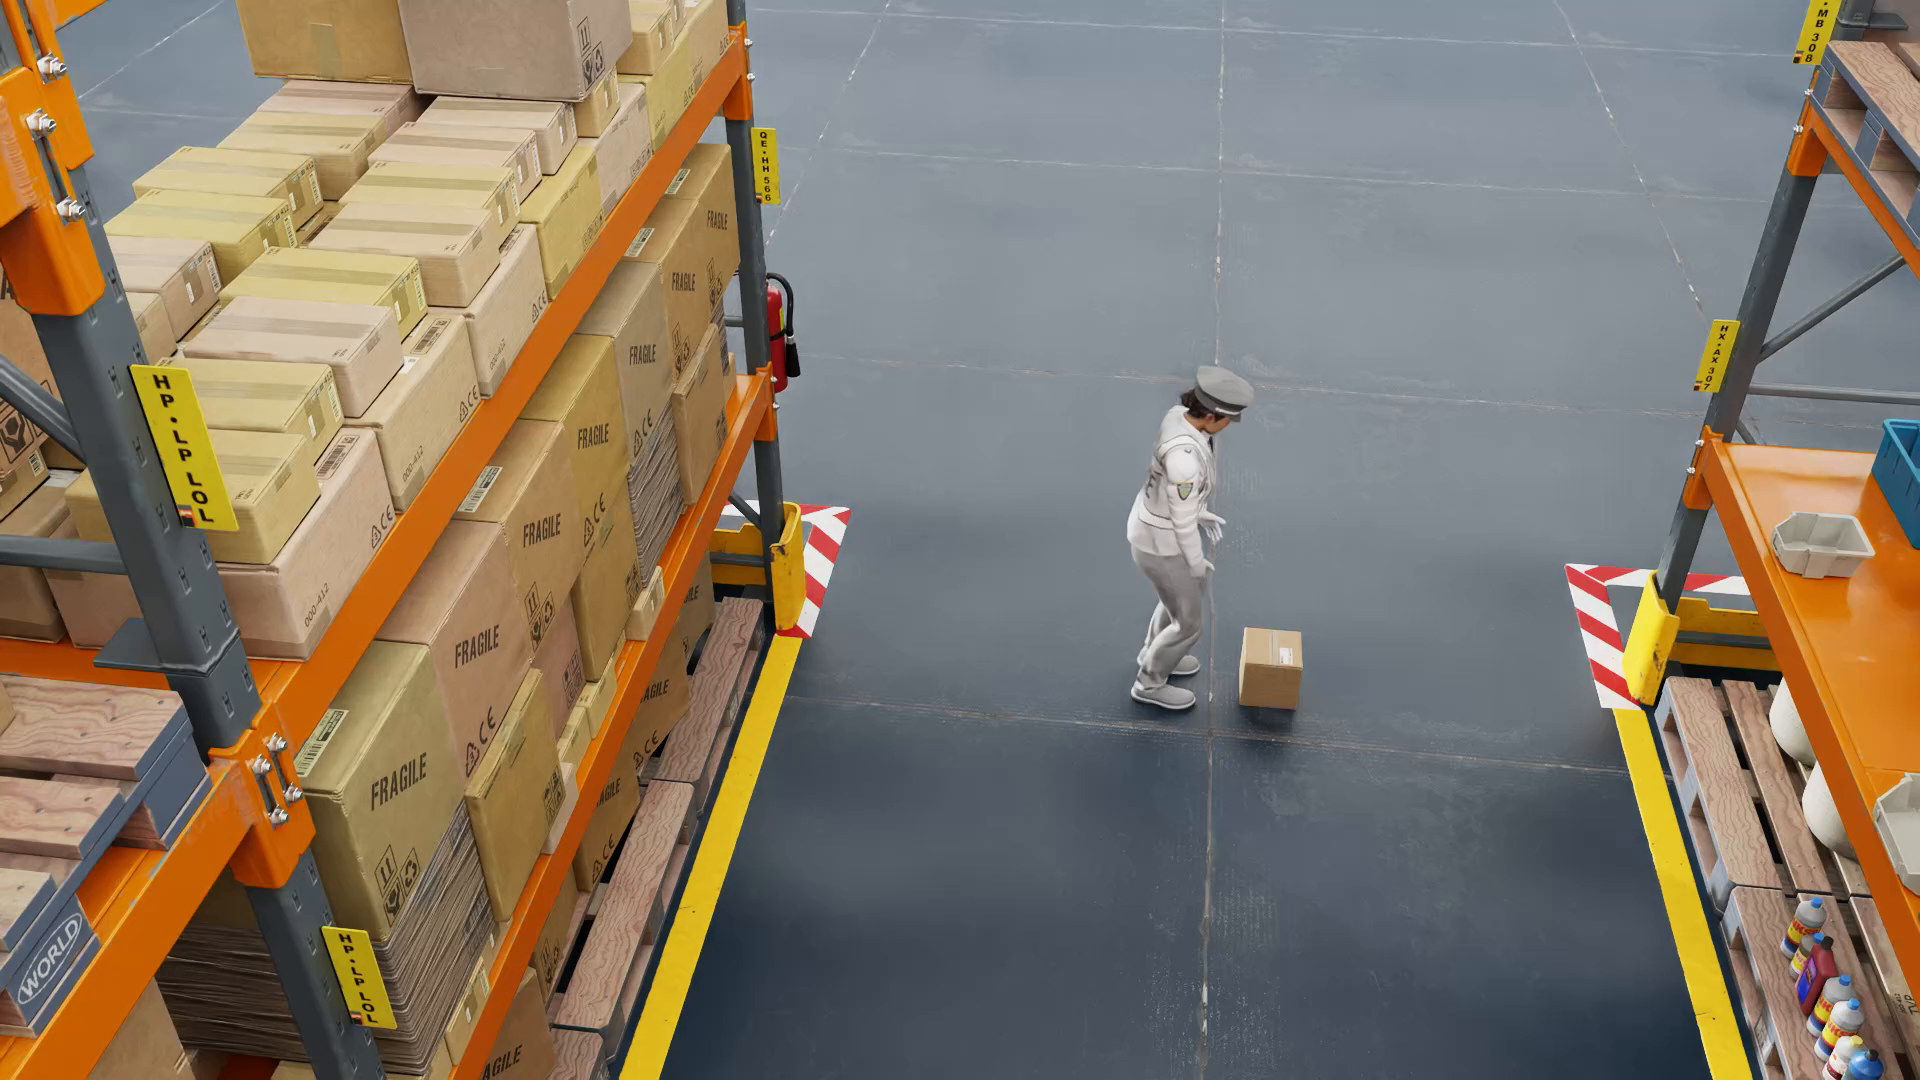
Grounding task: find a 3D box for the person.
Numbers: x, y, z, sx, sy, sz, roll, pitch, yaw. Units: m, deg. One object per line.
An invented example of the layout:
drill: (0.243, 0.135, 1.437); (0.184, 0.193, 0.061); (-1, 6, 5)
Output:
person: (0.985, 0.052, 7.154); (0.647, 1.455, 0.533); (5, 37, 6)
